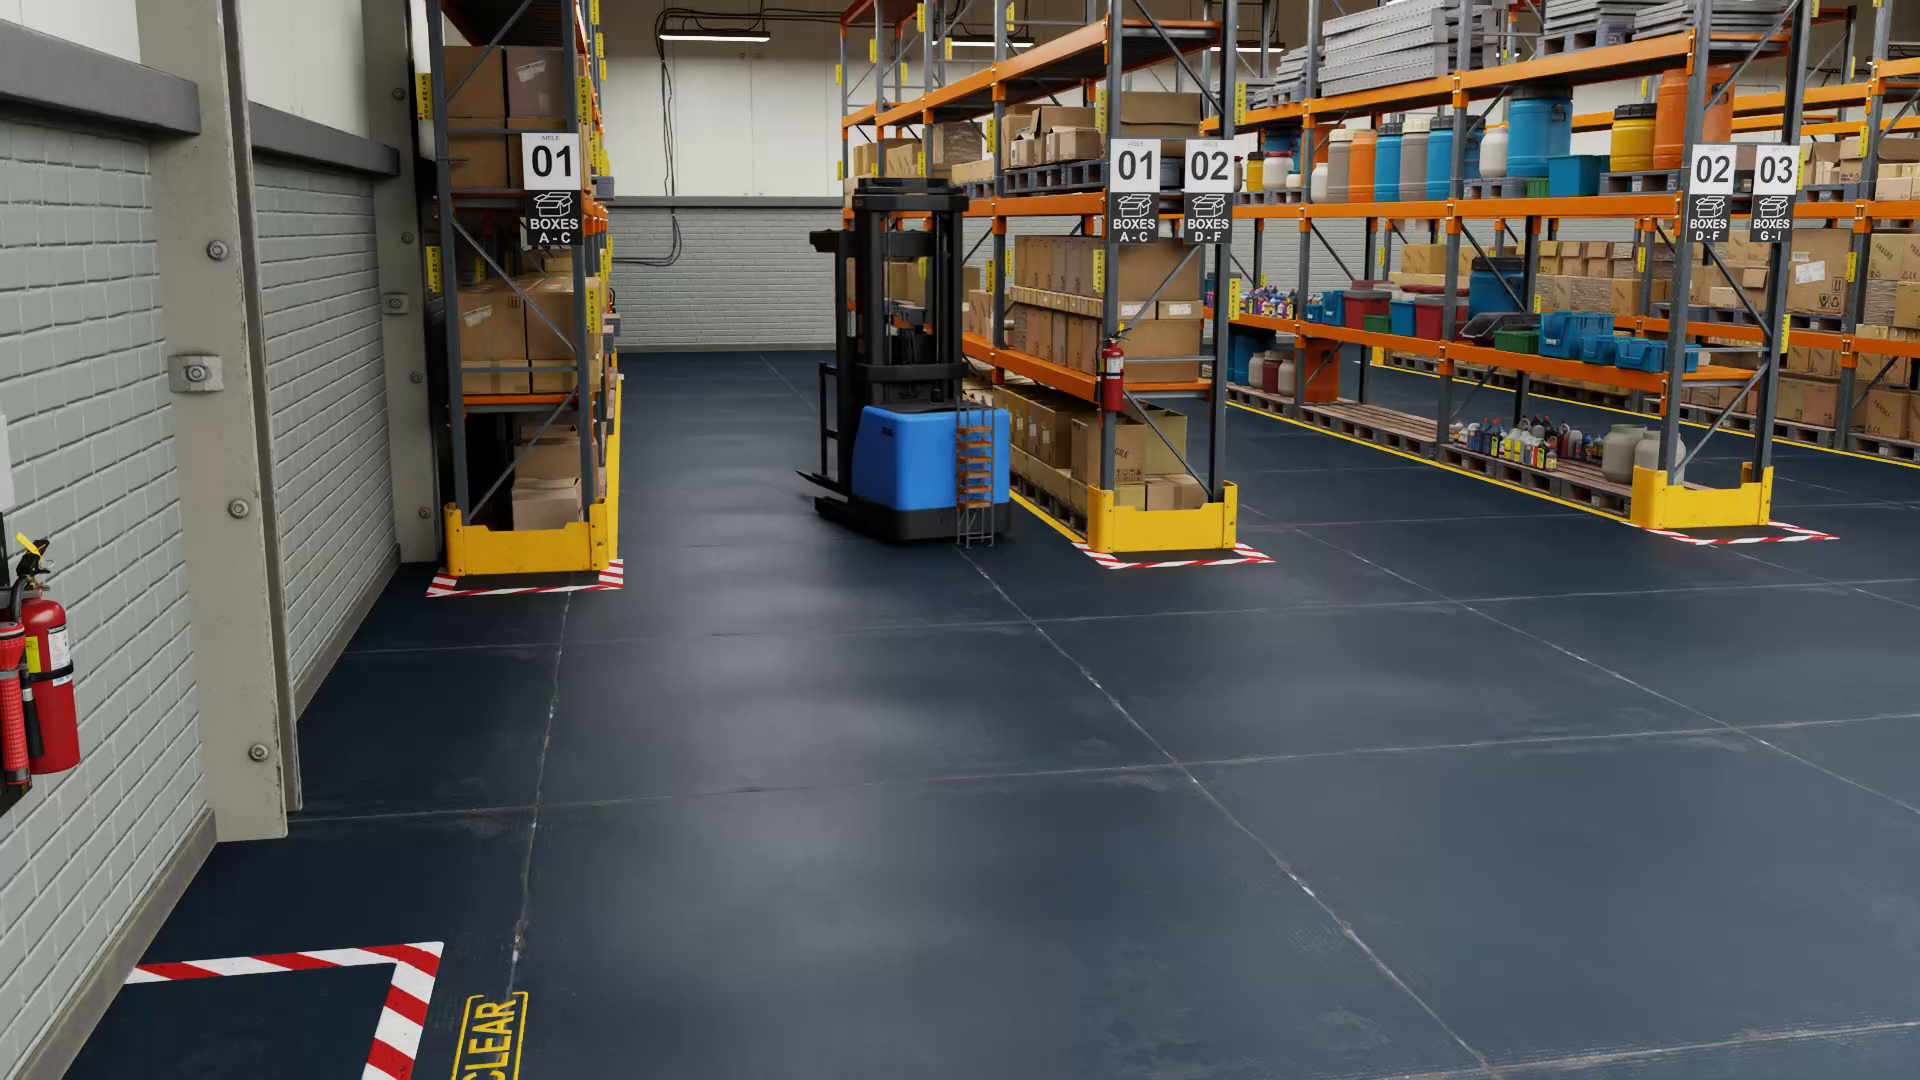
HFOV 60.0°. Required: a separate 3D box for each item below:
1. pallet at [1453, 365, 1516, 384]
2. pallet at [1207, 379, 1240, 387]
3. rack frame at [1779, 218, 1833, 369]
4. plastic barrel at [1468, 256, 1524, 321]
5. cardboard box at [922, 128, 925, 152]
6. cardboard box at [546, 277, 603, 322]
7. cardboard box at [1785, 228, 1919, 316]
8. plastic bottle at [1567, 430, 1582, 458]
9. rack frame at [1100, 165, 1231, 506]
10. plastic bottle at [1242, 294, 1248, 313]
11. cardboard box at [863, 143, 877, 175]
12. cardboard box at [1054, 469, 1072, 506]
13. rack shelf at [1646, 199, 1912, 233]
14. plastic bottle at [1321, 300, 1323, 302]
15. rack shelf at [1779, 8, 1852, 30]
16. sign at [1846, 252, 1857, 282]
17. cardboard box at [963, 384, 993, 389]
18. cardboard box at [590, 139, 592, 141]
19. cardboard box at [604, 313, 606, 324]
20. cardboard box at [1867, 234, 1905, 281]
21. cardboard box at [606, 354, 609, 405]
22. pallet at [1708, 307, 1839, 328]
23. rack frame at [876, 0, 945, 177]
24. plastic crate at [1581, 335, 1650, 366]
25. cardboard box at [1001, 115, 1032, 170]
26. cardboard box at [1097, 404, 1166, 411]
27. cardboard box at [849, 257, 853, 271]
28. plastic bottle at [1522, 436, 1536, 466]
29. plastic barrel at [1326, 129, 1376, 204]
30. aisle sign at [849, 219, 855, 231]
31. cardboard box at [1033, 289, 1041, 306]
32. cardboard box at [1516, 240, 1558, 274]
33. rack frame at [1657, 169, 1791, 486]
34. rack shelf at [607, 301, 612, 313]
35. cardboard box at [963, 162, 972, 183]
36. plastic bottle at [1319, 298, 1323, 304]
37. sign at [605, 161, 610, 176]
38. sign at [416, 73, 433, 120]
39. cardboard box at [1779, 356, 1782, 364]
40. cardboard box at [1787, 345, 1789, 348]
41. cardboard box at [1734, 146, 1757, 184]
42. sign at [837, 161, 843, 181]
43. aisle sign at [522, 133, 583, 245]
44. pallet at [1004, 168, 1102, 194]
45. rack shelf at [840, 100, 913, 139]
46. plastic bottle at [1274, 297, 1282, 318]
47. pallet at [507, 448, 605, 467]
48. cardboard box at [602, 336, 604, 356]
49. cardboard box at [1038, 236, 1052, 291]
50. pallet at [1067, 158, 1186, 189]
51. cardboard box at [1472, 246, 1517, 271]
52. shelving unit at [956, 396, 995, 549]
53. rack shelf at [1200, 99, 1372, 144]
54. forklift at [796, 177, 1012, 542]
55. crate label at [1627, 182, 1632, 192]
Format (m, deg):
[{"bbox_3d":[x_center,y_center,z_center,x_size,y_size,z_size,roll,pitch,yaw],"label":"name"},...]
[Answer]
[{"bbox_3d":[8.934,-2.759,27.625,1.003,0.211,1.213,-2,11,-11],"label":"pallet"},{"bbox_3d":[4.256,-2.293,25.180,1.003,0.211,1.213,-2,11,-11],"label":"pallet"},{"bbox_3d":[13.890,-4.148,27.467,1.000,3.000,0.127,-2,11,-11],"label":"rack frame"},{"bbox_3d":[5.925,-2.667,18.345,0.600,0.901,0.708,-2,11,-11],"label":"plastic barrel"},{"bbox_3d":[-0.212,-5.174,21.894,0.500,0.500,0.500,-2,11,-11],"label":"cardboard box"},{"bbox_3d":[-3.620,-2.207,15.614,0.500,0.500,0.500,-2,11,-11],"label":"cardboard box"},{"bbox_3d":[10.544,-3.171,19.605,1.000,1.000,1.000,-2,11,-11],"label":"cardboard box"},{"bbox_3d":[6.239,-0.985,16.956,0.152,0.276,0.135,-2,11,-10],"label":"plastic bottle"},{"bbox_3d":[1.621,-1.426,13.164,1.000,3.000,0.127,-2,11,-11],"label":"rack frame"},{"bbox_3d":[4.103,-3.392,23.837,0.097,0.271,0.097,0,11,0],"label":"plastic bottle"},{"bbox_3d":[-1.153,-6.003,26.248,0.700,0.500,0.500,-2,11,-11],"label":"cardboard box"},{"bbox_3d":[1.118,-0.460,14.322,0.500,0.250,0.500,-2,11,-11],"label":"cardboard box"},{"bbox_3d":[10.172,-4.006,20.622,1.077,0.370,4.000,-2,11,-11],"label":"rack shelf"},{"bbox_3d":[5.012,-3.205,22.858,0.097,0.271,0.097,0,11,0],"label":"plastic bottle"},{"bbox_3d":[13.501,-8.741,28.590,1.077,0.370,4.000,-2,11,-11],"label":"rack shelf"},{"bbox_3d":[10.017,-3.067,18.690,0.100,0.325,0.005,-2,11,-11],"label":"sign"},{"bbox_3d":[0.187,-1.633,18.986,0.500,0.311,0.500,-2,11,-12],"label":"cardboard box"},{"bbox_3d":[-3.652,-3.920,15.252,0.500,0.500,0.500,-3,11,-16],"label":"cardboard box"},{"bbox_3d":[-4.639,-2.766,20.823,0.380,0.149,0.250,-2,11,-9],"label":"cardboard box"},{"bbox_3d":[10.399,-3.113,18.295,0.500,0.500,0.500,-2,11,-11],"label":"cardboard box"},{"bbox_3d":[-4.972,-2.163,21.664,0.750,0.750,0.750,-2,11,-11],"label":"cardboard box"},{"bbox_3d":[10.208,-2.797,20.880,1.003,0.211,1.213,-2,11,-11],"label":"pallet"},{"bbox_3d":[-0.713,-6.574,24.167,1.000,3.000,0.127,-2,11,-11],"label":"rack frame"},{"bbox_3d":[5.969,-1.732,15.173,0.499,0.251,0.408,-2,11,-11],"label":"plastic crate"},{"bbox_3d":[0.683,-3.855,16.141,0.500,0.500,0.500,-1,11,-6],"label":"cardboard box"},{"bbox_3d":[1.526,-0.939,14.832,0.500,0.500,0.500,-2,11,-11],"label":"cardboard box"},{"bbox_3d":[-1.554,-4.714,27.499,0.500,0.500,0.500,-2,11,-10],"label":"cardboard box"},{"bbox_3d":[5.644,-0.877,16.388,0.152,0.276,0.135,-2,11,-13],"label":"plastic bottle"},{"bbox_3d":[4.872,-4.634,20.656,0.600,0.901,0.600,0,11,0],"label":"plastic barrel"},{"bbox_3d":[-1.792,-5.639,28.349,0.394,0.787,0.004,-2,11,-11],"label":"aisle sign"},{"bbox_3d":[0.905,-2.283,15.669,0.380,0.149,0.250,-2,11,-13],"label":"cardboard box"},{"bbox_3d":[9.138,-4.411,25.900,0.797,0.503,0.637,-2,11,-12],"label":"cardboard box"},{"bbox_3d":[6.481,-1.605,14.107,1.000,3.000,0.127,-2,11,-11],"label":"rack frame"},{"bbox_3d":[-5.960,-3.459,25.772,1.077,0.370,4.000,-2,11,-11],"label":"rack shelf"},{"bbox_3d":[0.328,-4.322,19.639,0.500,0.250,0.500,-2,11,-9],"label":"cardboard box"},{"bbox_3d":[5.042,-3.260,23.112,0.061,0.283,0.133,-2,11,-11],"label":"plastic bottle"},{"bbox_3d":[-5.814,-6.066,27.366,0.100,0.325,0.005,-2,11,-11],"label":"sign"},{"bbox_3d":[-3.785,-3.137,11.764,0.100,0.325,0.005,-2,11,-11],"label":"sign"},{"bbox_3d":[14.083,-3.081,28.363,0.380,0.149,0.250,-2,11,-9],"label":"cardboard box"},{"bbox_3d":[14.026,-3.317,28.010,0.380,0.149,0.250,-2,11,-9],"label":"cardboard box"},{"bbox_3d":[9.822,-4.740,20.951,0.500,0.500,0.500,-2,11,-13],"label":"cardboard box"},{"bbox_3d":[-2.023,-6.243,28.116,0.100,0.325,0.005,-2,11,-11],"label":"sign"},{"bbox_3d":[-2.929,-2.520,11.959,0.394,0.787,0.004,-2,11,-11],"label":"aisle sign"},{"bbox_3d":[1.035,-3.434,15.930,1.003,0.211,1.213,-2,11,-11],"label":"pallet"},{"bbox_3d":[-1.102,-6.585,26.161,1.077,0.370,4.000,-2,11,-11],"label":"rack shelf"},{"bbox_3d":[4.340,-3.168,22.661,0.097,0.271,0.097,0,11,0],"label":"plastic bottle"},{"bbox_3d":[-4.168,-0.751,17.079,1.003,0.211,1.213,-2,11,-11],"label":"pallet"},{"bbox_3d":[-3.626,-1.839,15.682,0.500,0.250,0.500,-2,11,-11],"label":"cardboard box"},{"bbox_3d":[1.132,-2.580,15.492,0.700,0.500,0.500,-2,11,-11],"label":"cardboard box"},{"bbox_3d":[1.509,-2.986,13.578,1.003,0.211,1.213,-2,11,-11],"label":"pallet"},{"bbox_3d":[8.653,-4.501,26.925,0.500,0.500,0.500,-2,11,-9],"label":"cardboard box"},{"bbox_3d":[0.124,-0.543,13.339,0.258,1.200,0.189,-5,12,-24],"label":"shelving unit"},{"bbox_3d":[4.536,-5.836,23.287,1.077,0.370,4.000,-2,11,-11],"label":"rack shelf"},{"bbox_3d":[-0.647,-1.659,14.576,1.130,2.935,3.031,-5,12,-24],"label":"forklift"},{"bbox_3d":[6.441,-3.361,15.707,0.502,0.251,0.408,-2,11,-11],"label":"crate label"}]
